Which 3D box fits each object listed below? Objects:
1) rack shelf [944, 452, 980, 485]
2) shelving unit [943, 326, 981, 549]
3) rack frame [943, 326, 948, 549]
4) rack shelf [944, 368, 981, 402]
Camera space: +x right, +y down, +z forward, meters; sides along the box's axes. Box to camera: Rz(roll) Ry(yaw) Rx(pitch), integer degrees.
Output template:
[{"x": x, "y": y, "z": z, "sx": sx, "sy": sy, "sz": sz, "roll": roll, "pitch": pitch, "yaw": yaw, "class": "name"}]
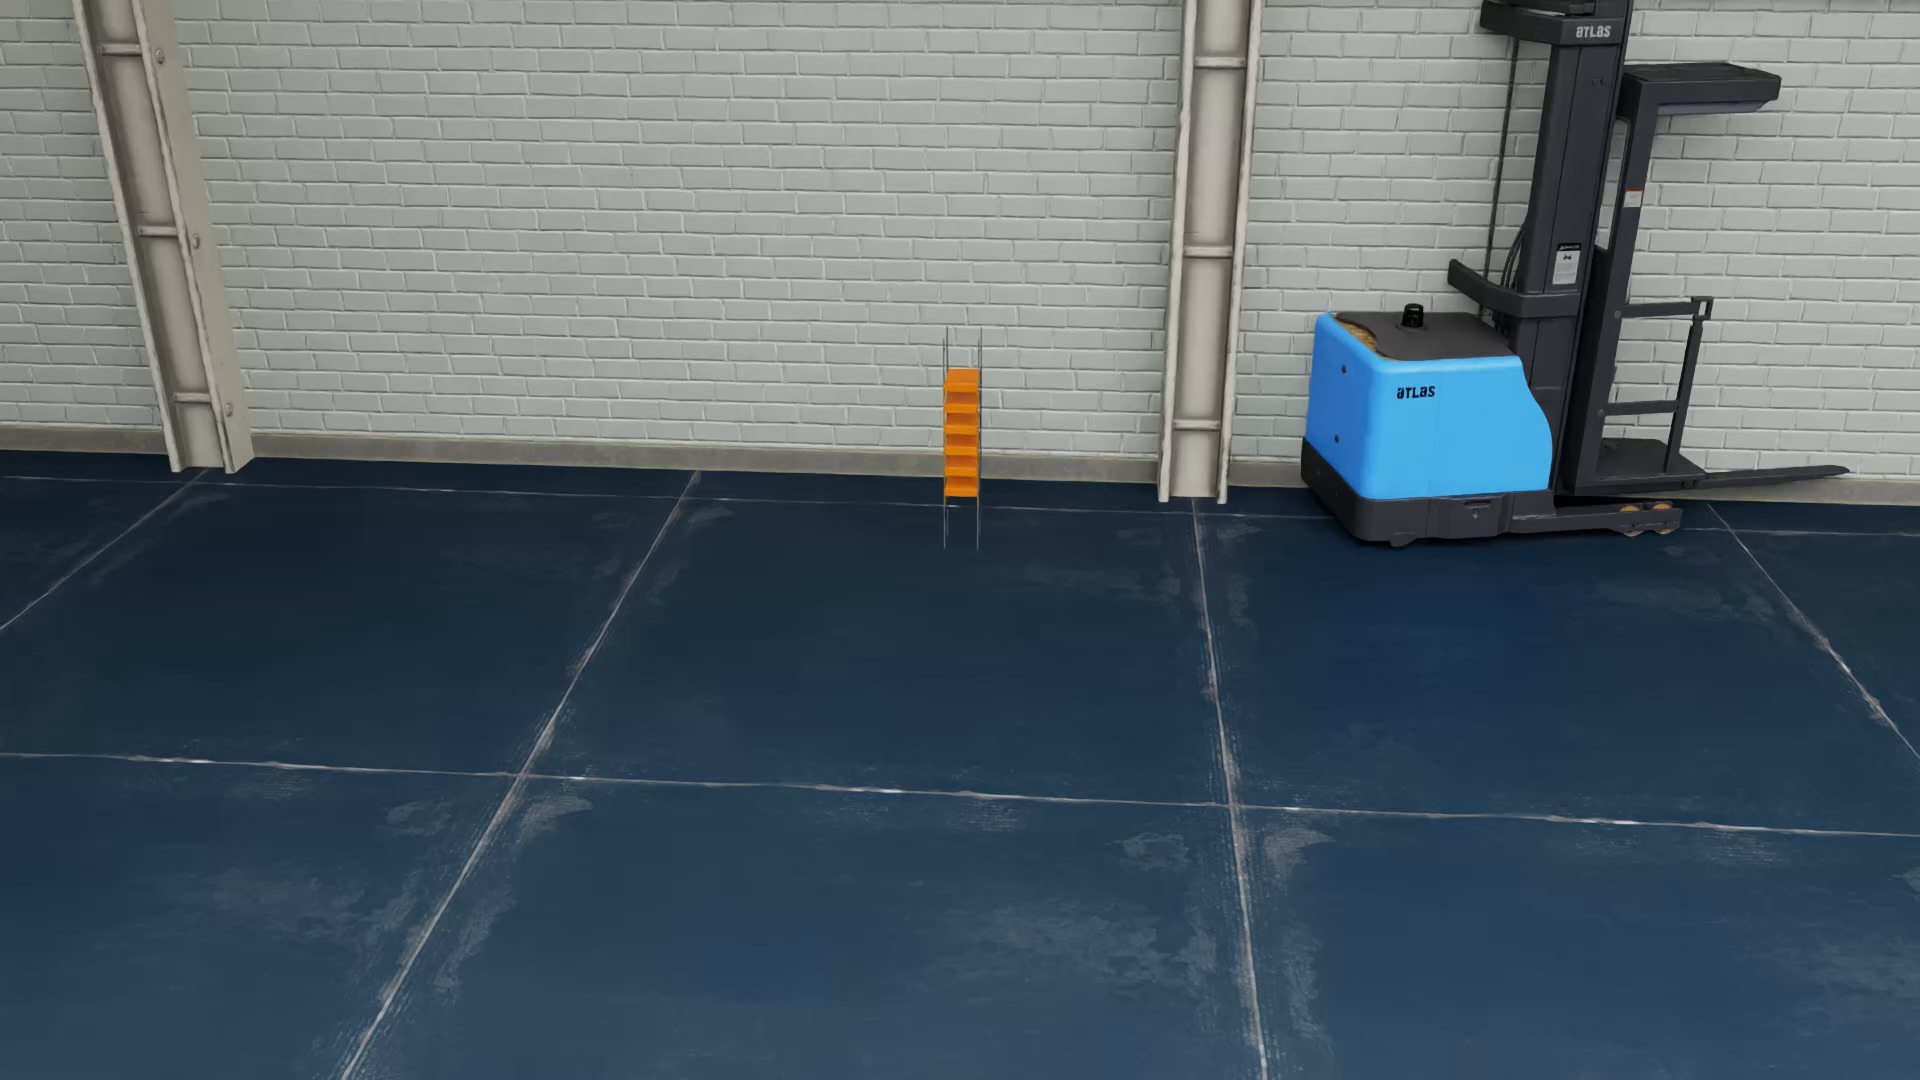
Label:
[{"x": 0.014, "y": -0.395, "z": 9.067, "sx": 0.180, "sy": 0.103, "sz": 0.258, "roll": 2, "pitch": 25, "yaw": 4, "class": "rack shelf"}, {"x": -11.026, "y": -0.020, "z": 7.140, "sx": 21.905, "sy": 1.800, "sz": 5.752, "roll": 2, "pitch": 25, "yaw": 4, "class": "shelving unit"}, {"x": -0.077, "y": -0.548, "z": 9.005, "sx": 0.006, "sy": 1.200, "sz": 0.240, "roll": 2, "pitch": 25, "yaw": 4, "class": "rack frame"}, {"x": 0.014, "y": -0.831, "z": 8.866, "sx": 0.180, "sy": 0.103, "sz": 0.258, "roll": 2, "pitch": 25, "yaw": 4, "class": "rack shelf"}]
